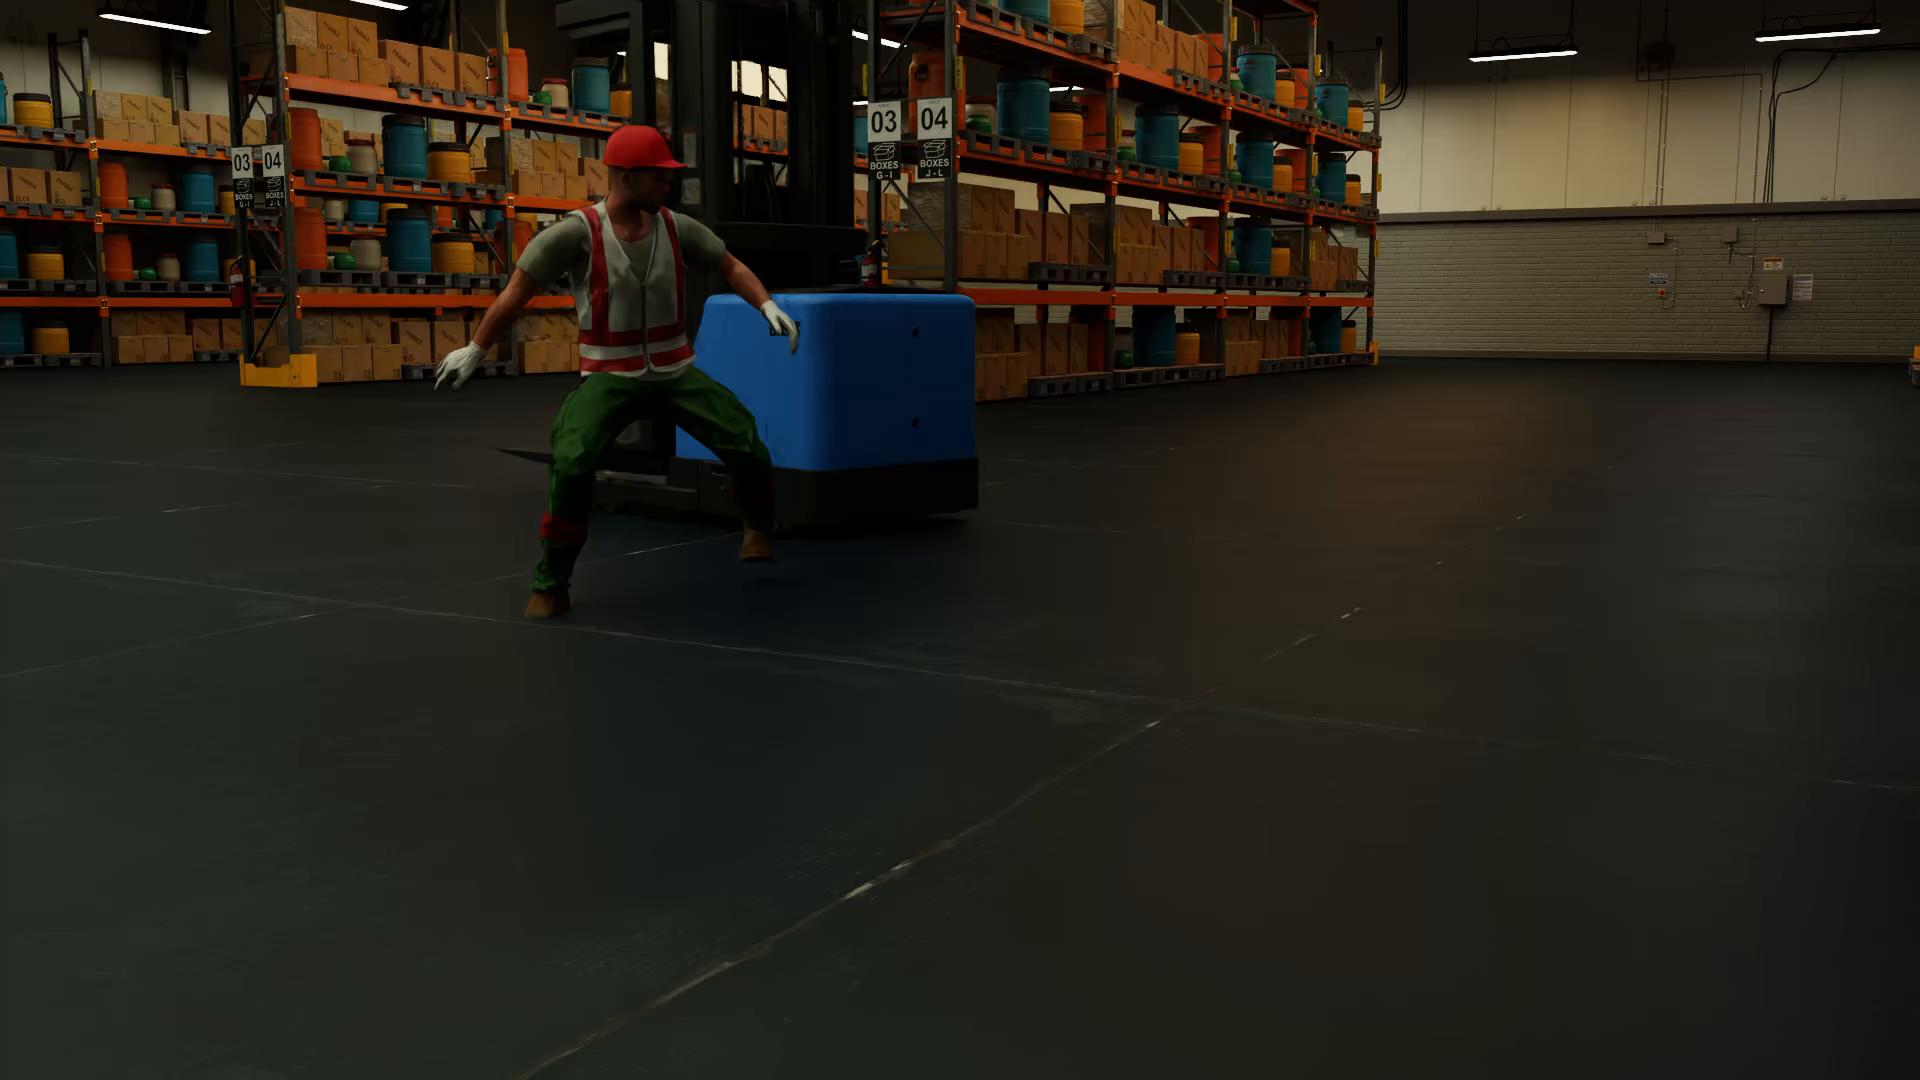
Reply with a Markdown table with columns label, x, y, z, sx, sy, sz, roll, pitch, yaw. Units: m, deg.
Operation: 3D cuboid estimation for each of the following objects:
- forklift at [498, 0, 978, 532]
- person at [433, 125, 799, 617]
| label | x | y | z | sx | sy | sz | roll | pitch | yaw |
| --- | --- | --- | --- | --- | --- | --- | --- | --- | --- |
| forklift | -1.311 | -1.633 | 8.428 | 3.031 | 2.935 | 1.130 | 8 | 11 | 44 |
| person | -1.159 | -0.558 | 5.695 | 1.205 | 1.674 | 0.527 | -4 | 9 | -25 |
